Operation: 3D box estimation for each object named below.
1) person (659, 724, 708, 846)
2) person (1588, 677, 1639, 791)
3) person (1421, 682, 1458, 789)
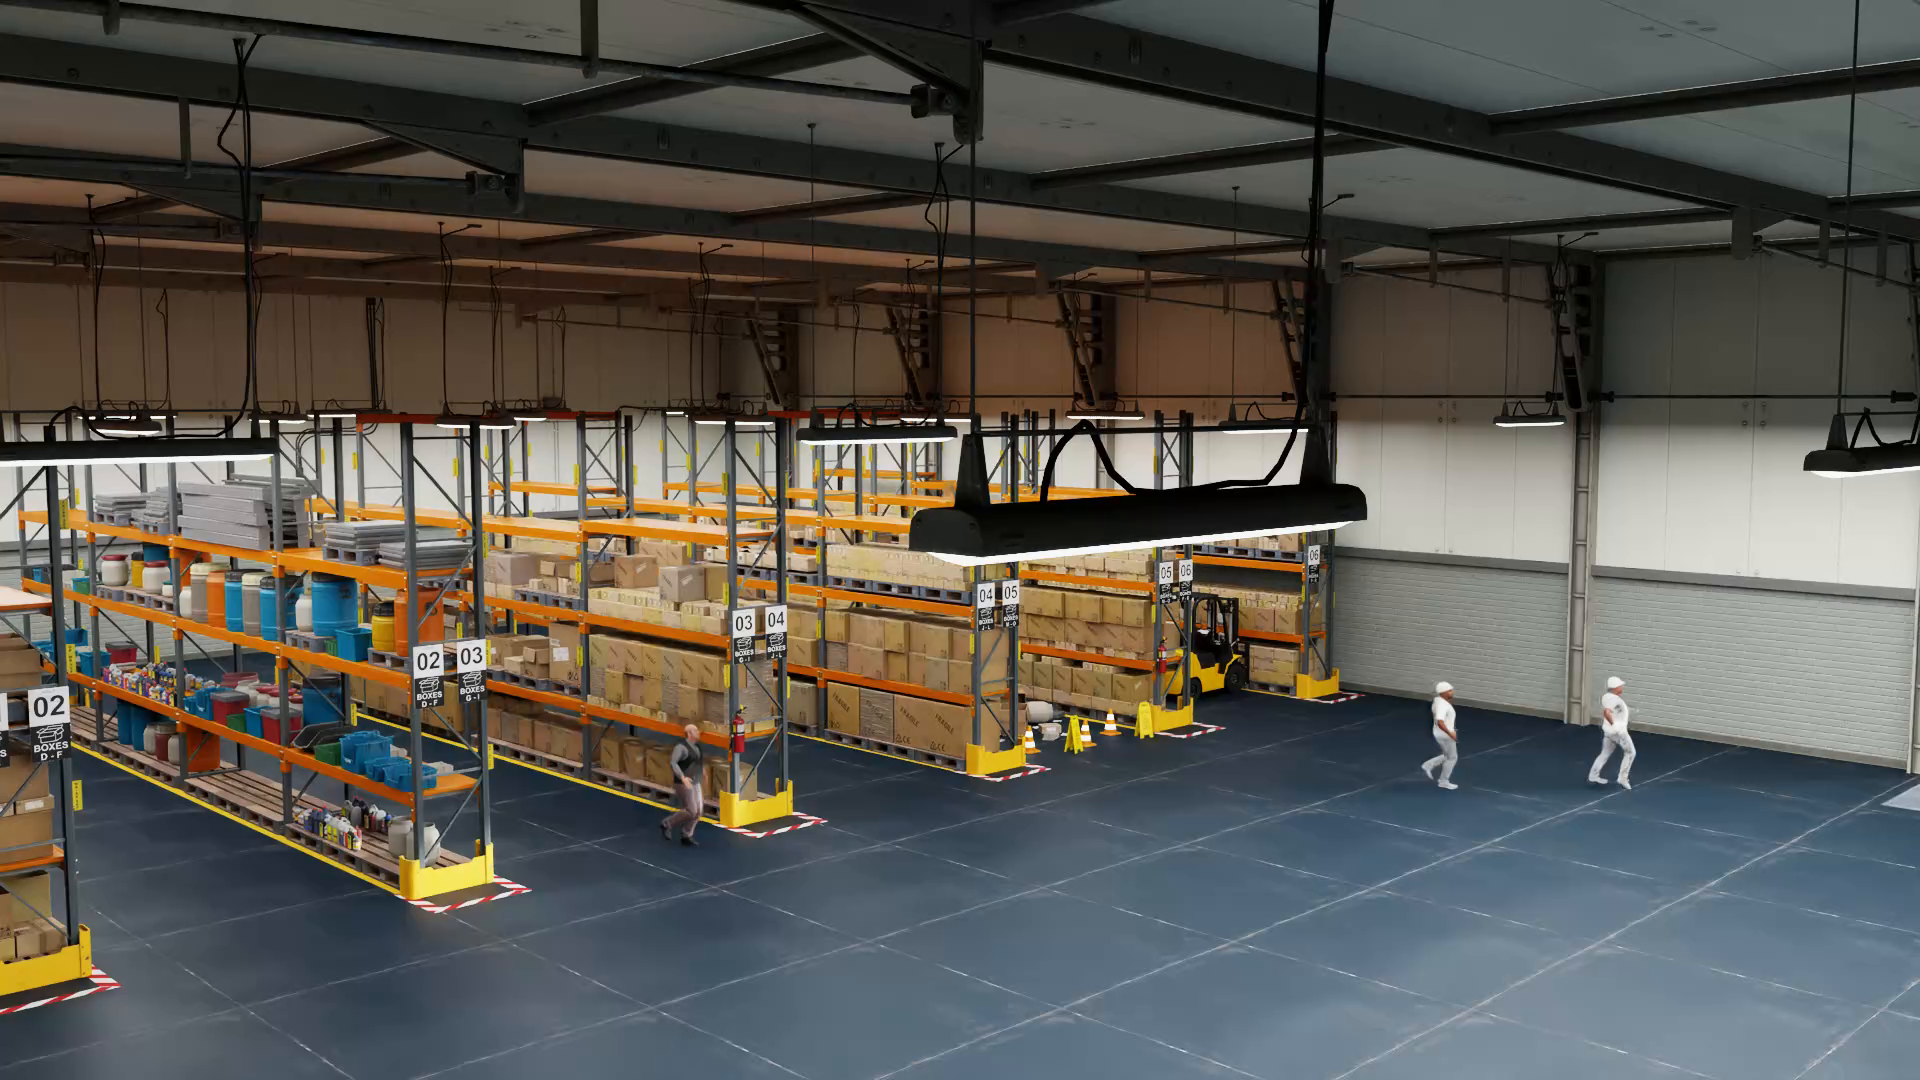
[{"bbox_3d":[-3.890,3.455,23.628,0.565,1.679,0.704,2,5,20],"label":"person"},{"bbox_3d":[10.545,3.120,26.758,0.768,1.843,0.655,0,5,-2],"label":"person"},{"bbox_3d":[7.756,3.146,26.844,0.582,1.733,0.693,1,5,6],"label":"person"}]
